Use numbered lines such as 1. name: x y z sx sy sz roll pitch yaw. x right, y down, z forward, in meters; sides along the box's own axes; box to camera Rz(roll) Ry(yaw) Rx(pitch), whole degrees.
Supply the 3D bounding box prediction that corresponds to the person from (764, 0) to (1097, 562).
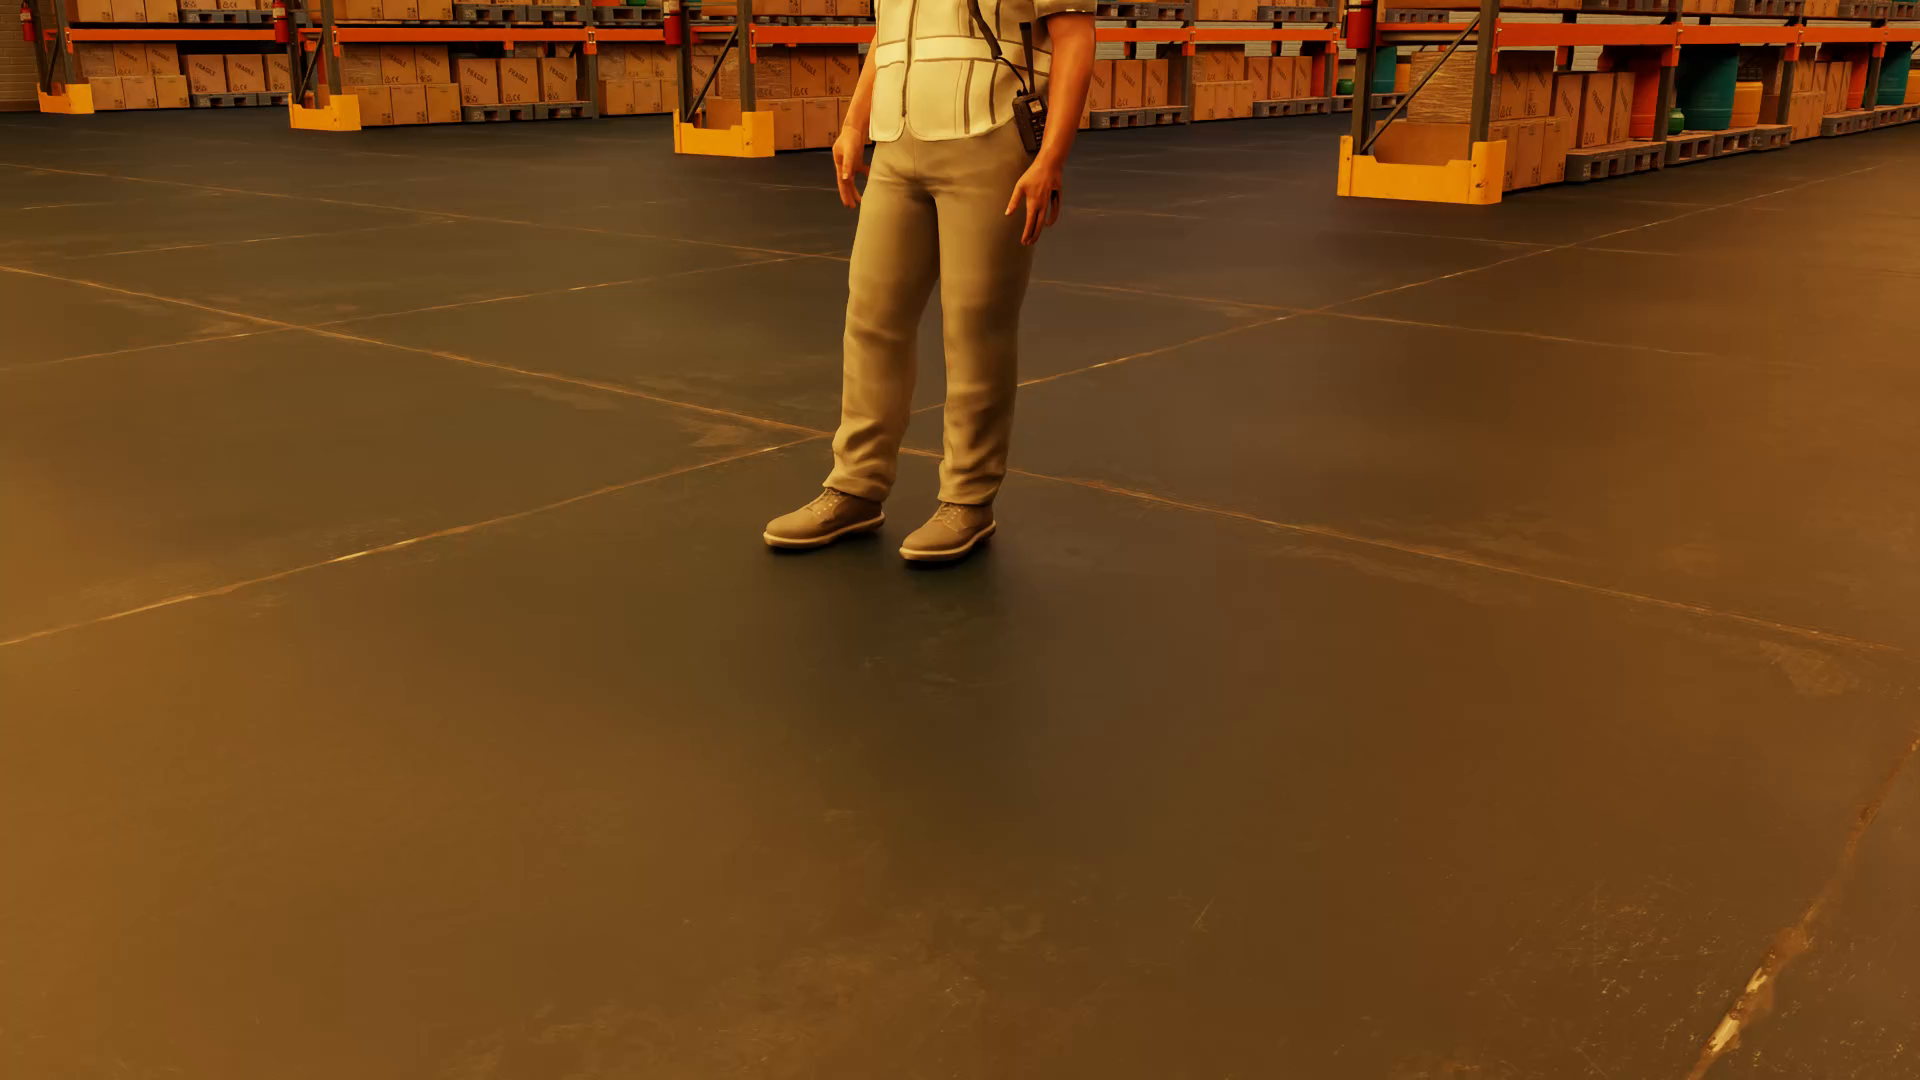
1. person: -0.059 -0.844 3.631 0.640 1.781 0.575 13 21 37
